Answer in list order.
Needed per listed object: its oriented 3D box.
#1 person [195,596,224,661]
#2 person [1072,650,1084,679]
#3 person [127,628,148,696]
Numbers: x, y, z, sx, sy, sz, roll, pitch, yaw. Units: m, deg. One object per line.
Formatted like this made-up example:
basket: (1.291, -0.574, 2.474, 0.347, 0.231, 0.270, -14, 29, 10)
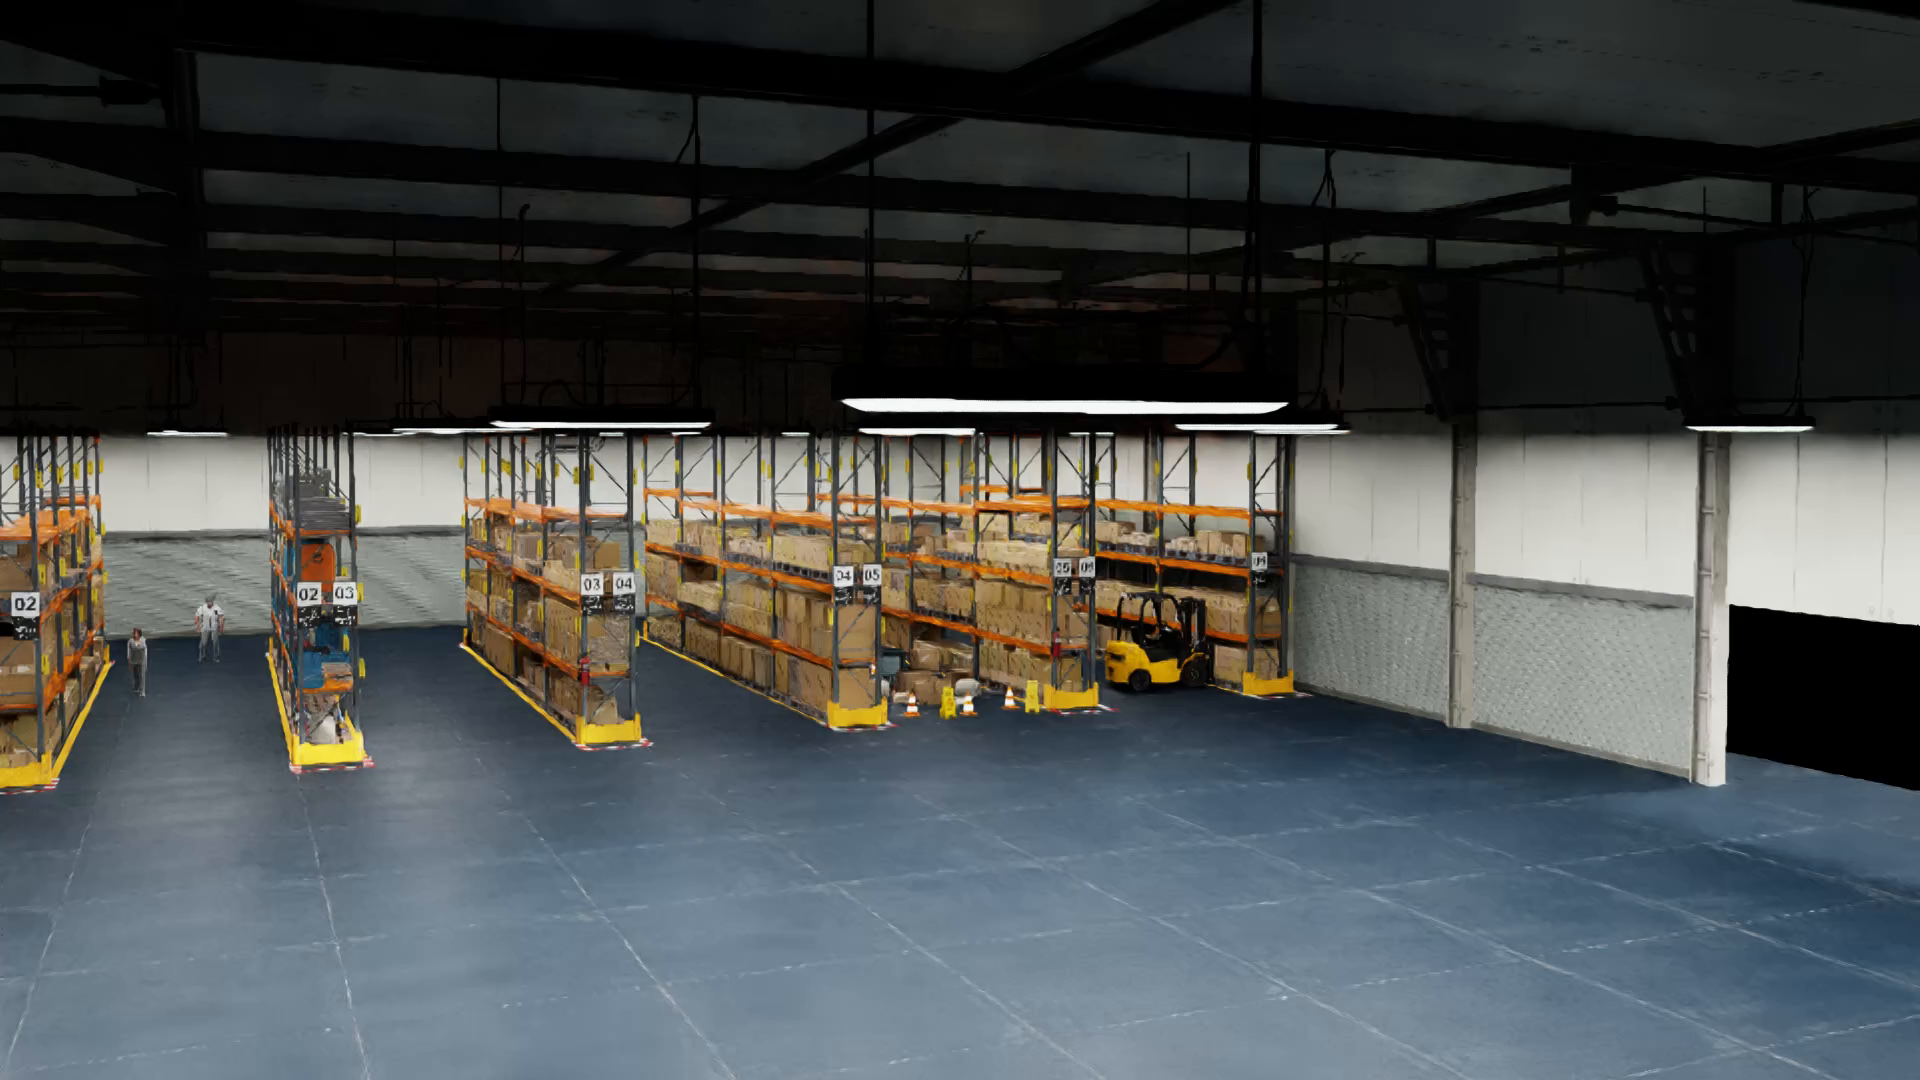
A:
person: (-19.274, 2.261, 42.731, 0.682, 1.715, 0.536, -2, 4, -26)
person: (2.714, 2.509, 39.342, 0.454, 1.599, 0.467, 0, 4, 7)
person: (-18.285, 2.692, 36.962, 0.417, 1.517, 1.037, -1, 4, -22)
